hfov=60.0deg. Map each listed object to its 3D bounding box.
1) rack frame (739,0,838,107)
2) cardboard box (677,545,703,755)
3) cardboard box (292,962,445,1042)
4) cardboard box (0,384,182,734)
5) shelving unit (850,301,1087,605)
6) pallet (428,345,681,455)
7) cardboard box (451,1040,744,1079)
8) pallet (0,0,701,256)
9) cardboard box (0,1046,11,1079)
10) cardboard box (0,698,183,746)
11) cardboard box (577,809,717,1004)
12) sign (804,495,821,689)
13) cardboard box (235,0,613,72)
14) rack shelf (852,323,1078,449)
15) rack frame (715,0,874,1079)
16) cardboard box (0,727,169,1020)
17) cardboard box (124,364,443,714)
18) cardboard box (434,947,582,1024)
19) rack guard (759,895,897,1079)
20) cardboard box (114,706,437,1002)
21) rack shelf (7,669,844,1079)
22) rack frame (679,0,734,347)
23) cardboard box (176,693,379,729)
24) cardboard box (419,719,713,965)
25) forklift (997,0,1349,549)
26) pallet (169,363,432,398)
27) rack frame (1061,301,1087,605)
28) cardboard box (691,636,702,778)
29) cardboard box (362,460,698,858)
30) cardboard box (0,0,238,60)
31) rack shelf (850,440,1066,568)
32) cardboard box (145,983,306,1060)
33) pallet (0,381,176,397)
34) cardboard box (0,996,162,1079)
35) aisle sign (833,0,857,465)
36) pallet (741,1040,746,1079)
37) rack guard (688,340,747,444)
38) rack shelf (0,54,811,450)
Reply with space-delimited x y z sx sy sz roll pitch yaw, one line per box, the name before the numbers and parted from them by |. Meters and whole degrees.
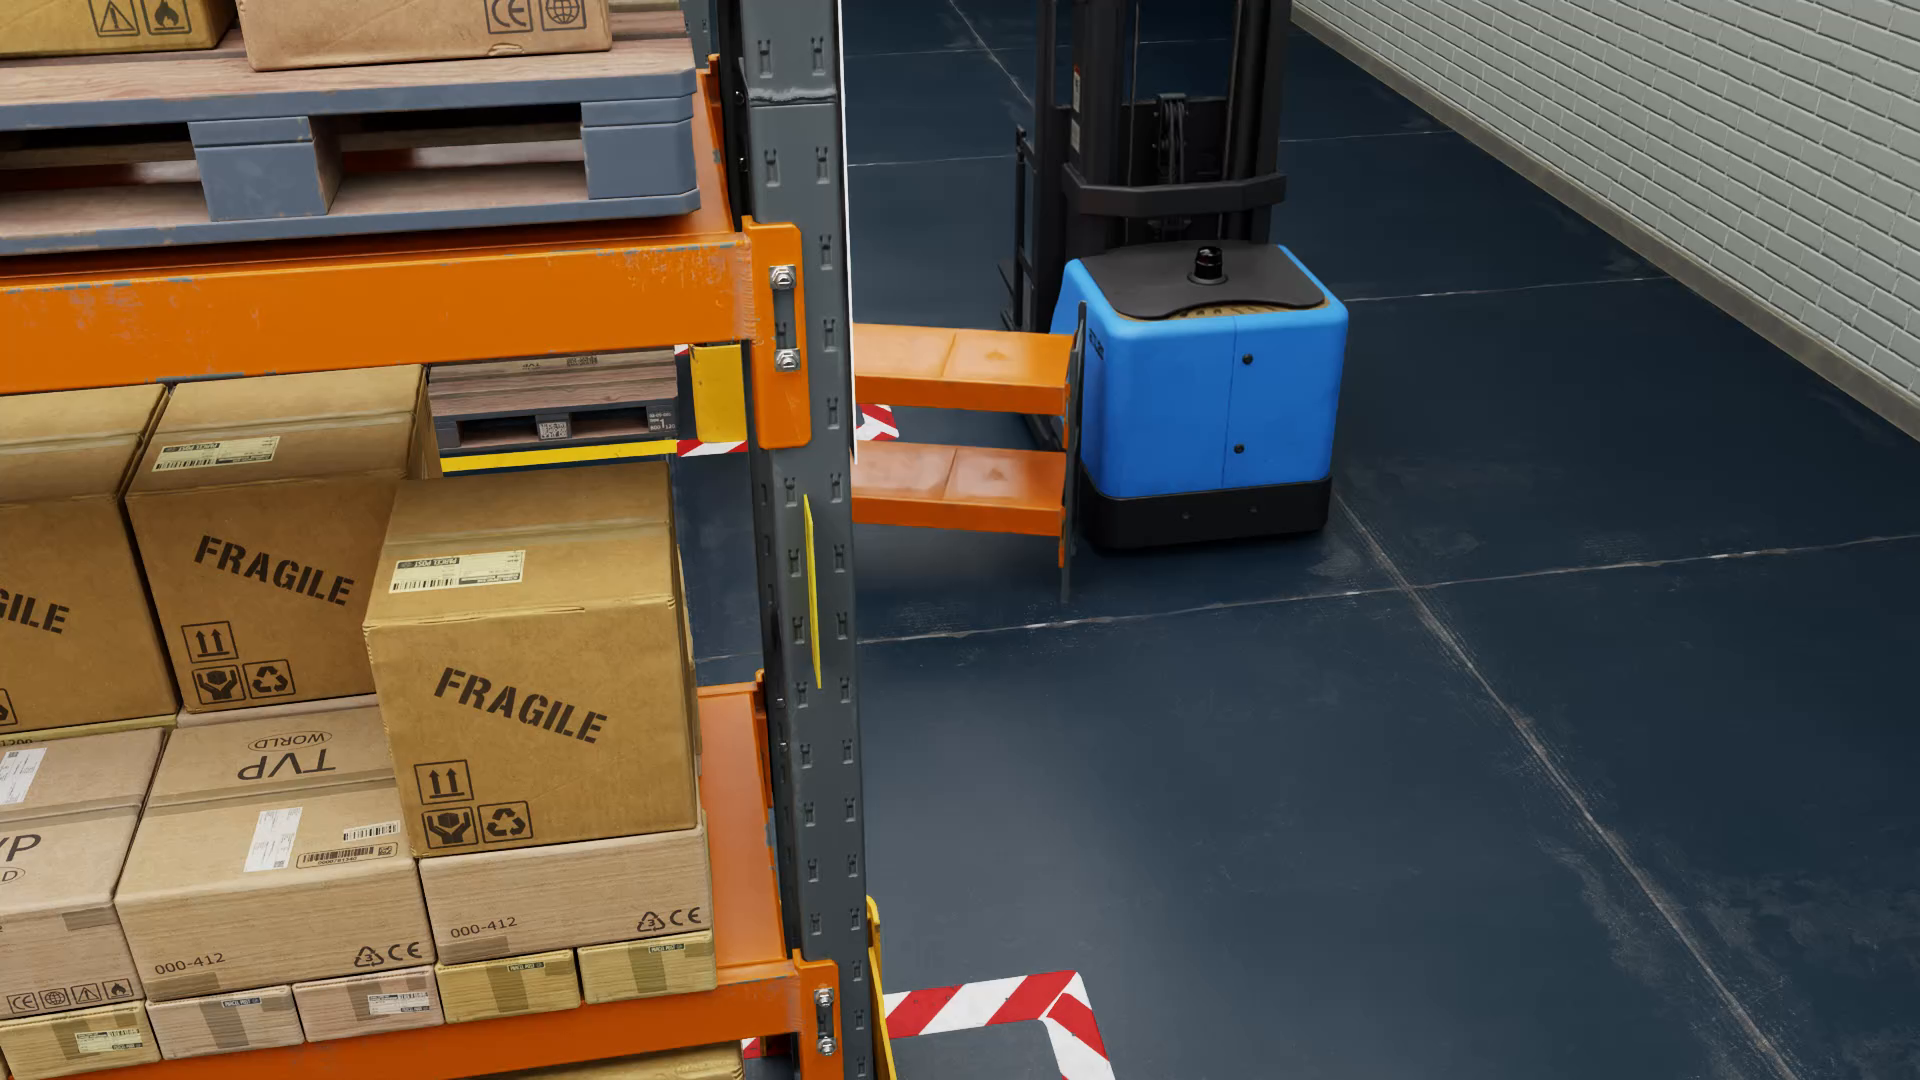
rack frame | -0.330 -2.169 2.061 0.127 3.000 1.000 -5 31 -9
cardboard box | -0.850 0.262 3.699 0.500 0.250 0.500 -6 31 -10
cardboard box | -1.124 0.769 3.231 0.250 0.149 0.380 -5 31 -9
cardboard box | -1.851 0.035 3.345 0.500 0.500 0.500 -6 31 -10
shelving unit | -0.043 -0.381 6.789 1.048 1.125 0.538 4 31 7
pallet | -2.040 -0.795 8.393 1.213 0.211 1.003 -5 31 -9
cardboard box | -0.945 1.250 3.847 0.875 0.875 0.875 -5 31 -9
pallet | -1.058 -0.765 2.720 1.213 0.211 1.003 -5 31 -9
cardboard box | -1.880 0.840 3.110 0.250 0.149 0.380 -5 31 -9
cardboard box | -1.855 0.357 3.537 0.500 0.250 0.500 -6 31 -11
cardboard box | -0.621 0.722 3.311 0.250 0.149 0.380 -5 31 -8
sign | -0.246 0.087 2.766 0.005 0.325 0.100 -5 31 -9
cardboard box | -0.832 -1.069 2.538 0.500 0.500 0.700 -7 31 -12
rack shelf | -0.043 -0.634 6.641 1.000 0.278 0.538 4 31 7
rack frame | -0.330 0.417 3.582 0.127 3.000 1.000 -5 31 -9
cardboard box | -1.758 0.622 3.087 0.500 0.250 0.500 -6 31 -11
cardboard box | -1.342 -0.015 3.431 0.500 0.500 0.500 -6 31 -10
cardboard box | -0.876 0.746 3.269 0.250 0.149 0.380 -5 31 -8
rack guard | -0.306 1.492 4.219 0.348 0.500 1.175 -5 31 -9
cardboard box | -1.258 0.576 3.166 0.500 0.250 0.500 -6 31 -10
rack shelf | -2.297 0.910 3.454 4.000 0.370 1.077 -5 31 -9
rack frame | -1.222 -2.053 7.781 0.127 3.000 1.000 -5 31 -9
cardboard box | -1.361 0.313 3.612 0.500 0.250 0.500 -6 31 -10
cardboard box | -0.759 0.530 3.244 0.500 0.250 0.500 -6 31 -10
forklift | 0.827 -1.958 7.688 1.130 2.935 3.031 -5 31 -9
pallet | -3.238 -0.685 8.207 1.213 0.211 1.003 -5 31 -9
rack frame | 0.460 -0.347 6.730 0.032 1.125 0.500 4 31 7
cardboard box | -0.738 0.393 3.870 0.250 0.149 0.380 -5 31 -8
cardboard box | -0.762 0.206 3.056 0.500 0.500 0.500 -5 31 -8
cardboard box | -1.407 -1.078 2.553 0.500 0.500 0.700 -6 31 -11
rack shelf | -0.043 -0.171 6.913 1.000 0.278 0.538 4 31 7
cardboard box | -1.370 0.791 3.193 0.250 0.149 0.380 -5 31 -8
pallet | -4.440 -0.572 8.014 1.213 0.211 1.003 -5 31 -9
cardboard box | -1.625 0.816 3.151 0.250 0.149 0.380 -6 31 -10
aisle sign | -0.205 -0.561 2.680 0.004 0.787 0.394 -5 31 -9
pallet | -1.102 1.731 4.098 1.213 0.211 1.003 -5 31 -9
rack guard | -1.201 -0.984 8.430 0.348 0.500 1.175 -5 31 -9
rack shelf | -2.297 -0.383 2.693 4.000 0.370 1.077 -5 31 -9
